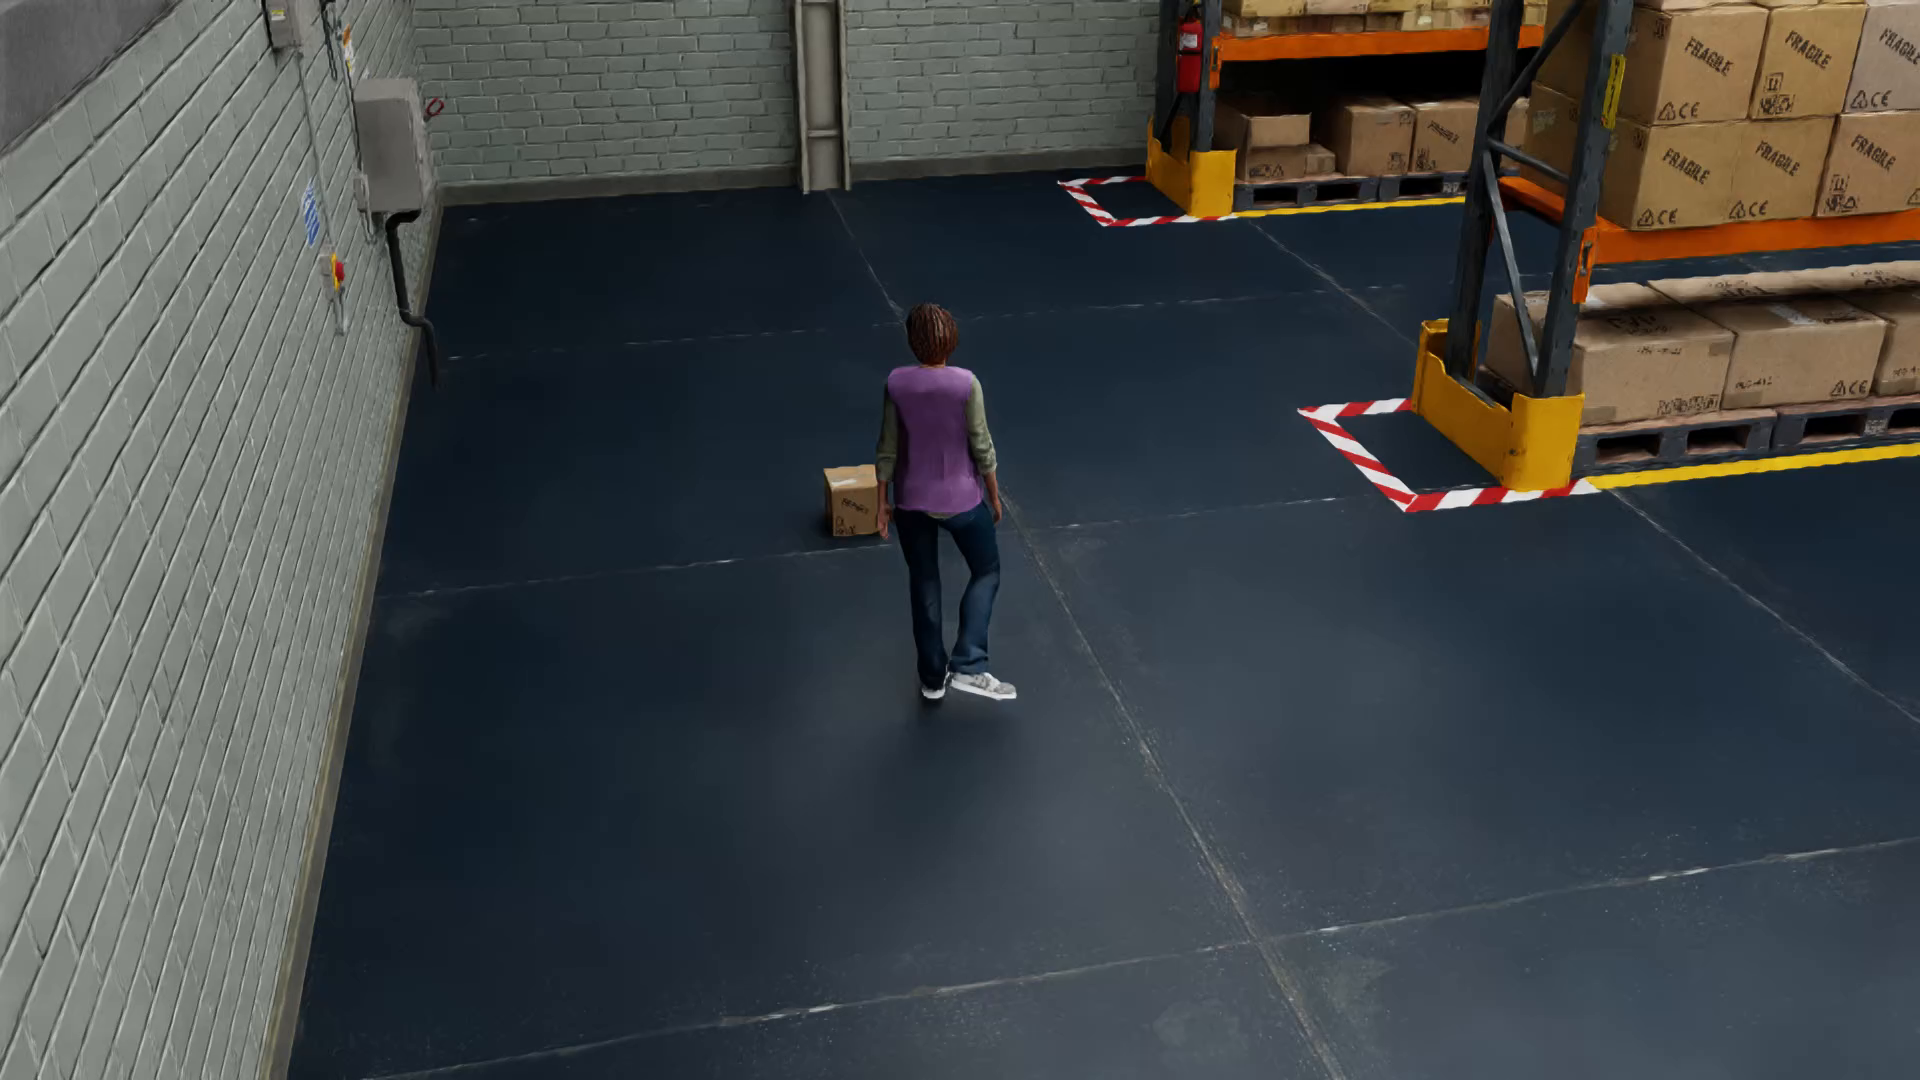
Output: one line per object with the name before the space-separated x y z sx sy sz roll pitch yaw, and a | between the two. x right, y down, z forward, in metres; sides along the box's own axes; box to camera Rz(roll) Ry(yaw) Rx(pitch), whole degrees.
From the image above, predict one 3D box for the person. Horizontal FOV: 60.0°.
person | -0.040 -0.111 6.311 0.580 1.590 0.420 6 28 11
